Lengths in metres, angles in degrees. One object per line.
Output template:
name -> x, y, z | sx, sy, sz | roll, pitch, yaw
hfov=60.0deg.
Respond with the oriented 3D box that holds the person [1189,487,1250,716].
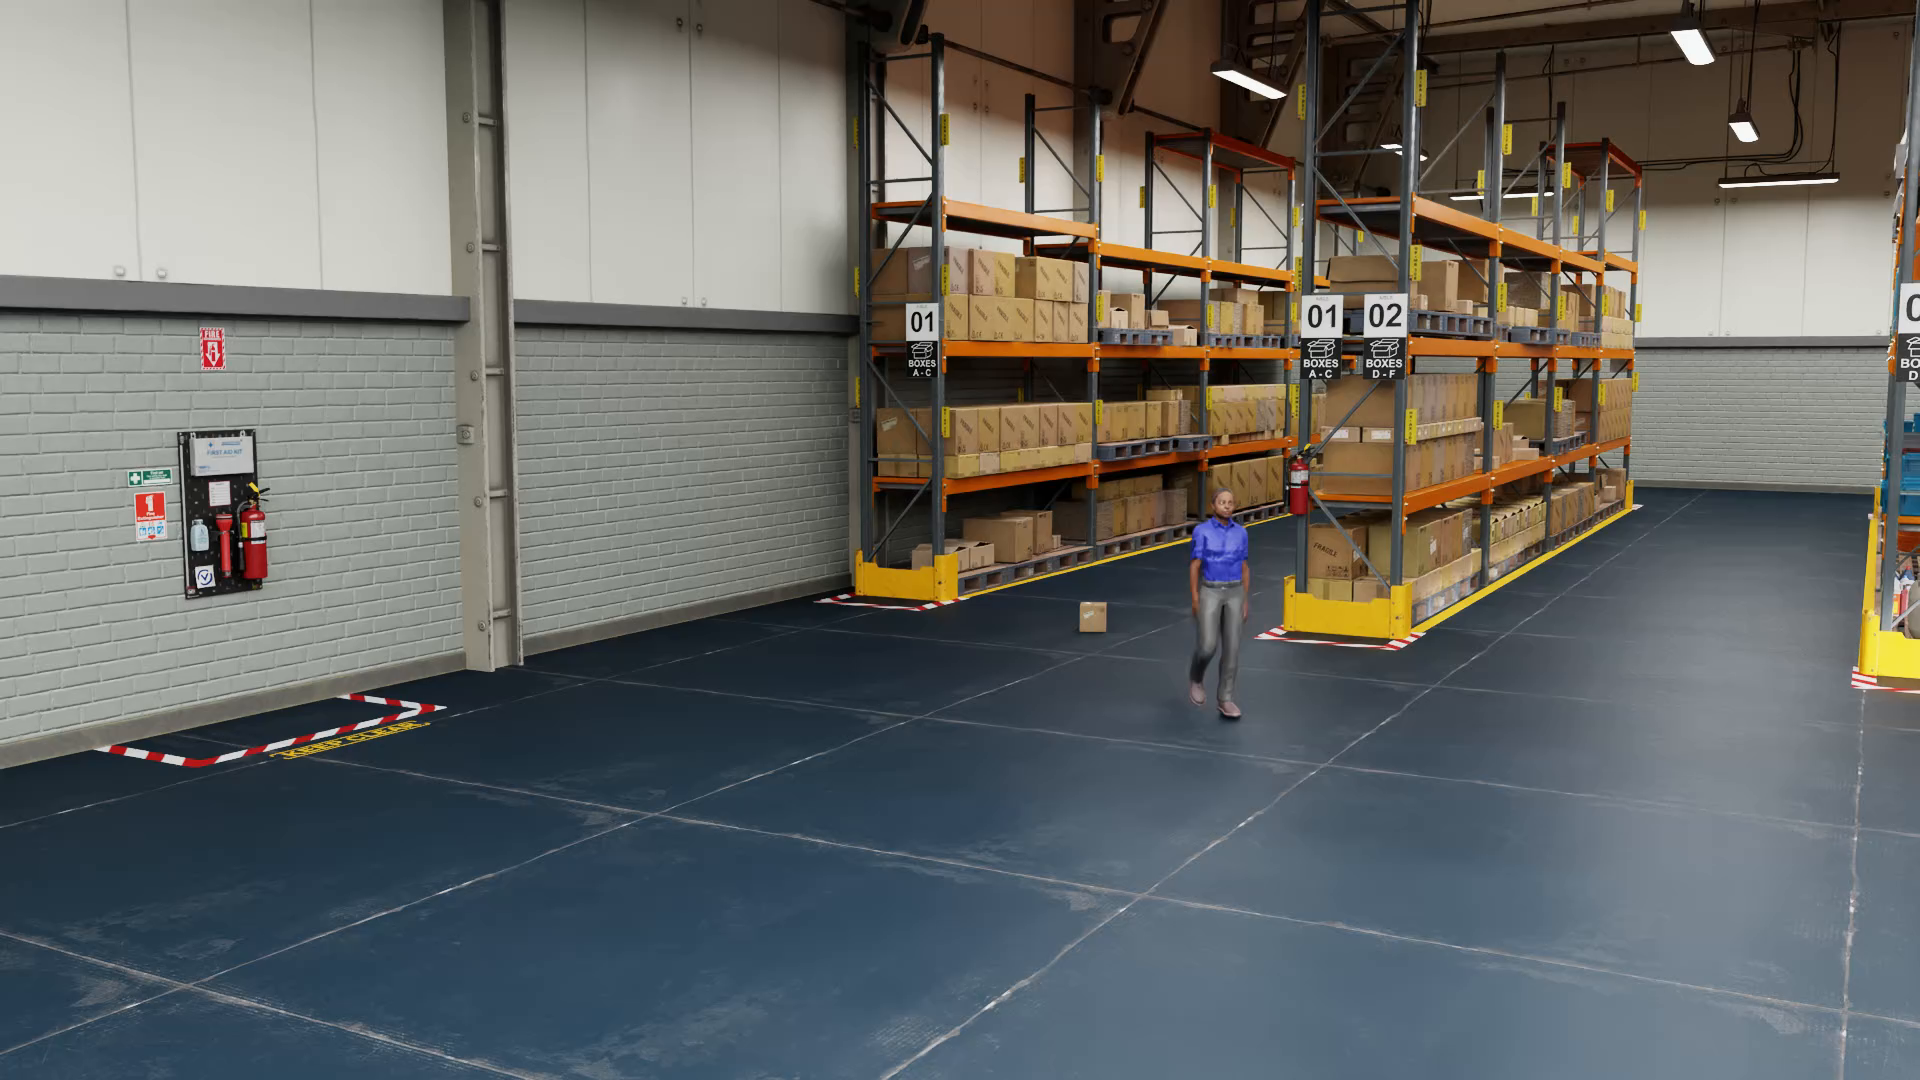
person -> 1.877, 0.435, 12.106 | 0.444, 1.649, 0.491 | -1, 6, -12
